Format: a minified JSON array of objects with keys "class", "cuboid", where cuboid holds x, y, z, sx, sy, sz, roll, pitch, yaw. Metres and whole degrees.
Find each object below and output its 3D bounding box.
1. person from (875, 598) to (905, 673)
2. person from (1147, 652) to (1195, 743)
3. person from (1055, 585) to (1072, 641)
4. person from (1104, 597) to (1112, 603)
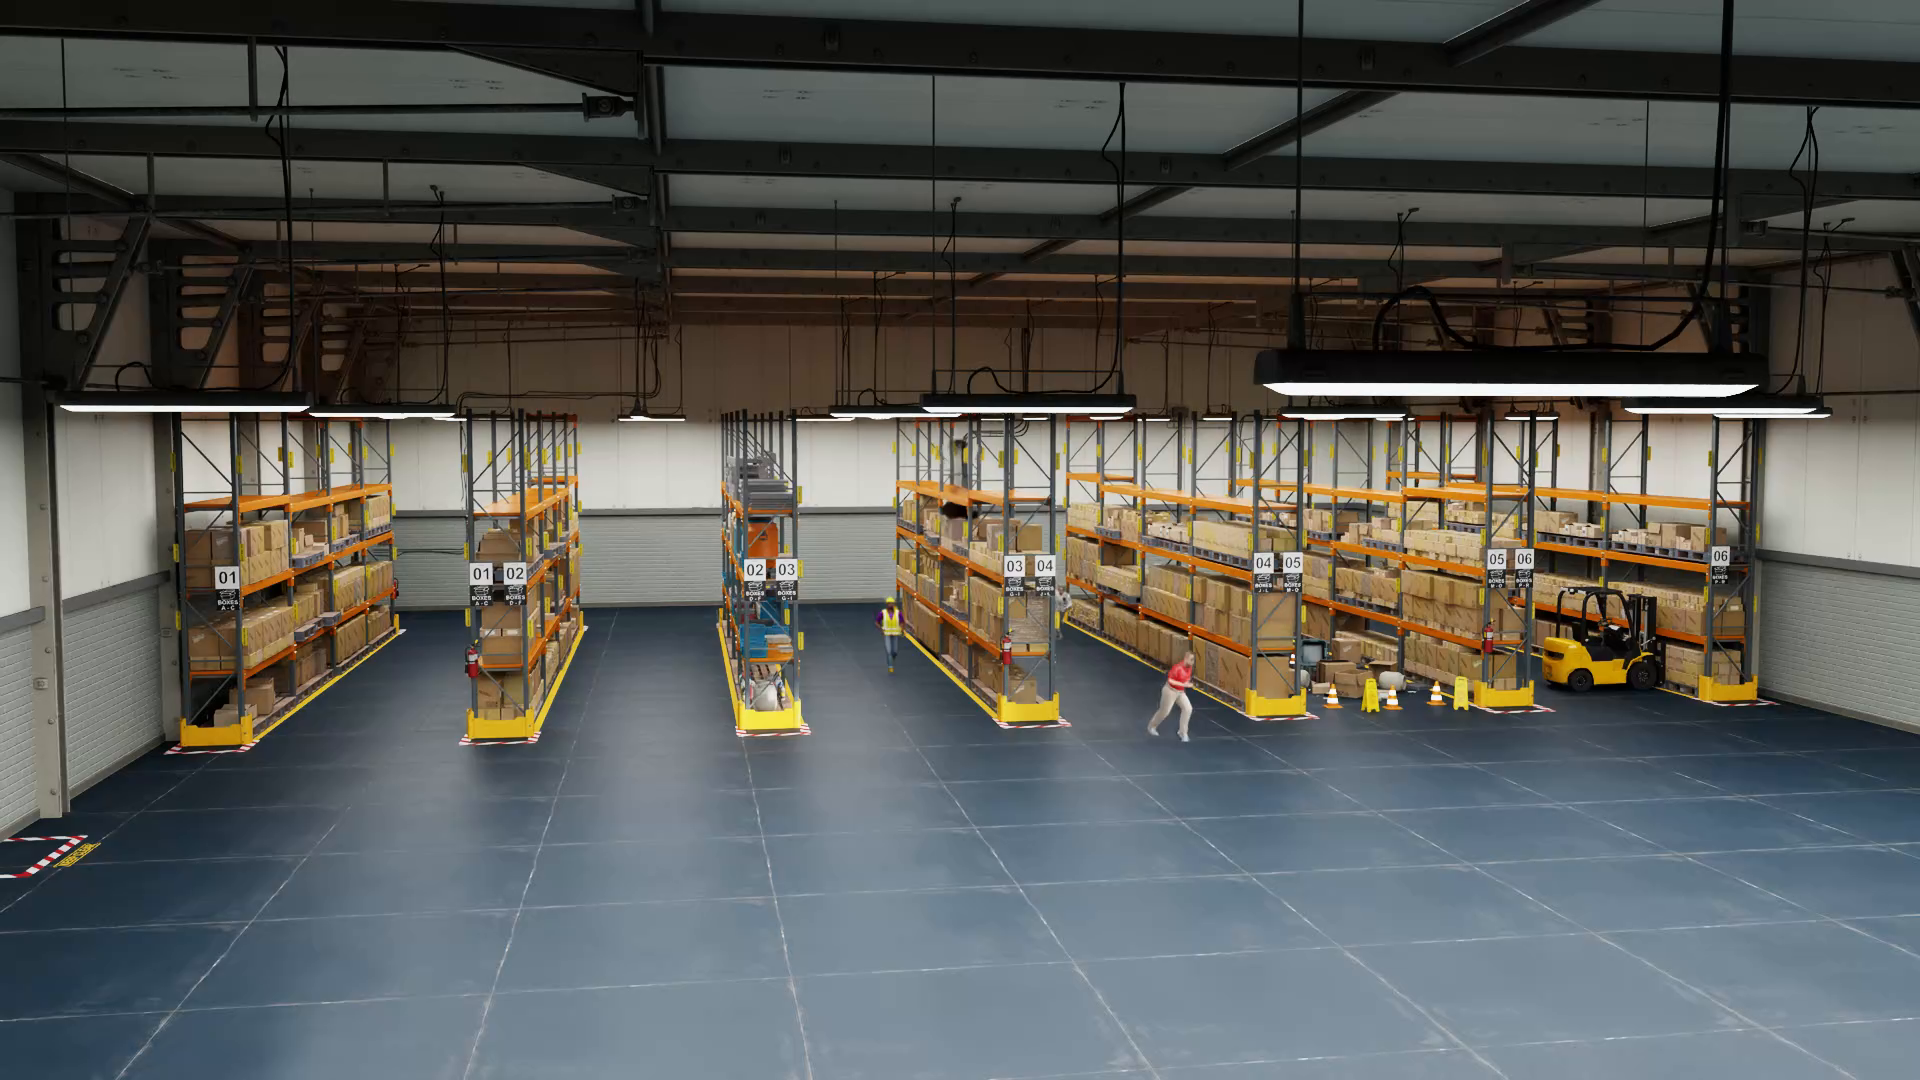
[{"class":"person","cuboid":[-1.611,2.190,38.440,0.702,1.724,0.549,-1,4,-10]},{"class":"person","cuboid":[3.850,2.842,30.152,1.018,1.695,0.707,4,5,43]},{"class":"person","cuboid":[2.670,1.905,44.374,0.623,1.508,1.040,0,4,0]},{"class":"person","cuboid":[4.285,1.394,49.792,0.884,1.734,0.745,4,5,42]}]
